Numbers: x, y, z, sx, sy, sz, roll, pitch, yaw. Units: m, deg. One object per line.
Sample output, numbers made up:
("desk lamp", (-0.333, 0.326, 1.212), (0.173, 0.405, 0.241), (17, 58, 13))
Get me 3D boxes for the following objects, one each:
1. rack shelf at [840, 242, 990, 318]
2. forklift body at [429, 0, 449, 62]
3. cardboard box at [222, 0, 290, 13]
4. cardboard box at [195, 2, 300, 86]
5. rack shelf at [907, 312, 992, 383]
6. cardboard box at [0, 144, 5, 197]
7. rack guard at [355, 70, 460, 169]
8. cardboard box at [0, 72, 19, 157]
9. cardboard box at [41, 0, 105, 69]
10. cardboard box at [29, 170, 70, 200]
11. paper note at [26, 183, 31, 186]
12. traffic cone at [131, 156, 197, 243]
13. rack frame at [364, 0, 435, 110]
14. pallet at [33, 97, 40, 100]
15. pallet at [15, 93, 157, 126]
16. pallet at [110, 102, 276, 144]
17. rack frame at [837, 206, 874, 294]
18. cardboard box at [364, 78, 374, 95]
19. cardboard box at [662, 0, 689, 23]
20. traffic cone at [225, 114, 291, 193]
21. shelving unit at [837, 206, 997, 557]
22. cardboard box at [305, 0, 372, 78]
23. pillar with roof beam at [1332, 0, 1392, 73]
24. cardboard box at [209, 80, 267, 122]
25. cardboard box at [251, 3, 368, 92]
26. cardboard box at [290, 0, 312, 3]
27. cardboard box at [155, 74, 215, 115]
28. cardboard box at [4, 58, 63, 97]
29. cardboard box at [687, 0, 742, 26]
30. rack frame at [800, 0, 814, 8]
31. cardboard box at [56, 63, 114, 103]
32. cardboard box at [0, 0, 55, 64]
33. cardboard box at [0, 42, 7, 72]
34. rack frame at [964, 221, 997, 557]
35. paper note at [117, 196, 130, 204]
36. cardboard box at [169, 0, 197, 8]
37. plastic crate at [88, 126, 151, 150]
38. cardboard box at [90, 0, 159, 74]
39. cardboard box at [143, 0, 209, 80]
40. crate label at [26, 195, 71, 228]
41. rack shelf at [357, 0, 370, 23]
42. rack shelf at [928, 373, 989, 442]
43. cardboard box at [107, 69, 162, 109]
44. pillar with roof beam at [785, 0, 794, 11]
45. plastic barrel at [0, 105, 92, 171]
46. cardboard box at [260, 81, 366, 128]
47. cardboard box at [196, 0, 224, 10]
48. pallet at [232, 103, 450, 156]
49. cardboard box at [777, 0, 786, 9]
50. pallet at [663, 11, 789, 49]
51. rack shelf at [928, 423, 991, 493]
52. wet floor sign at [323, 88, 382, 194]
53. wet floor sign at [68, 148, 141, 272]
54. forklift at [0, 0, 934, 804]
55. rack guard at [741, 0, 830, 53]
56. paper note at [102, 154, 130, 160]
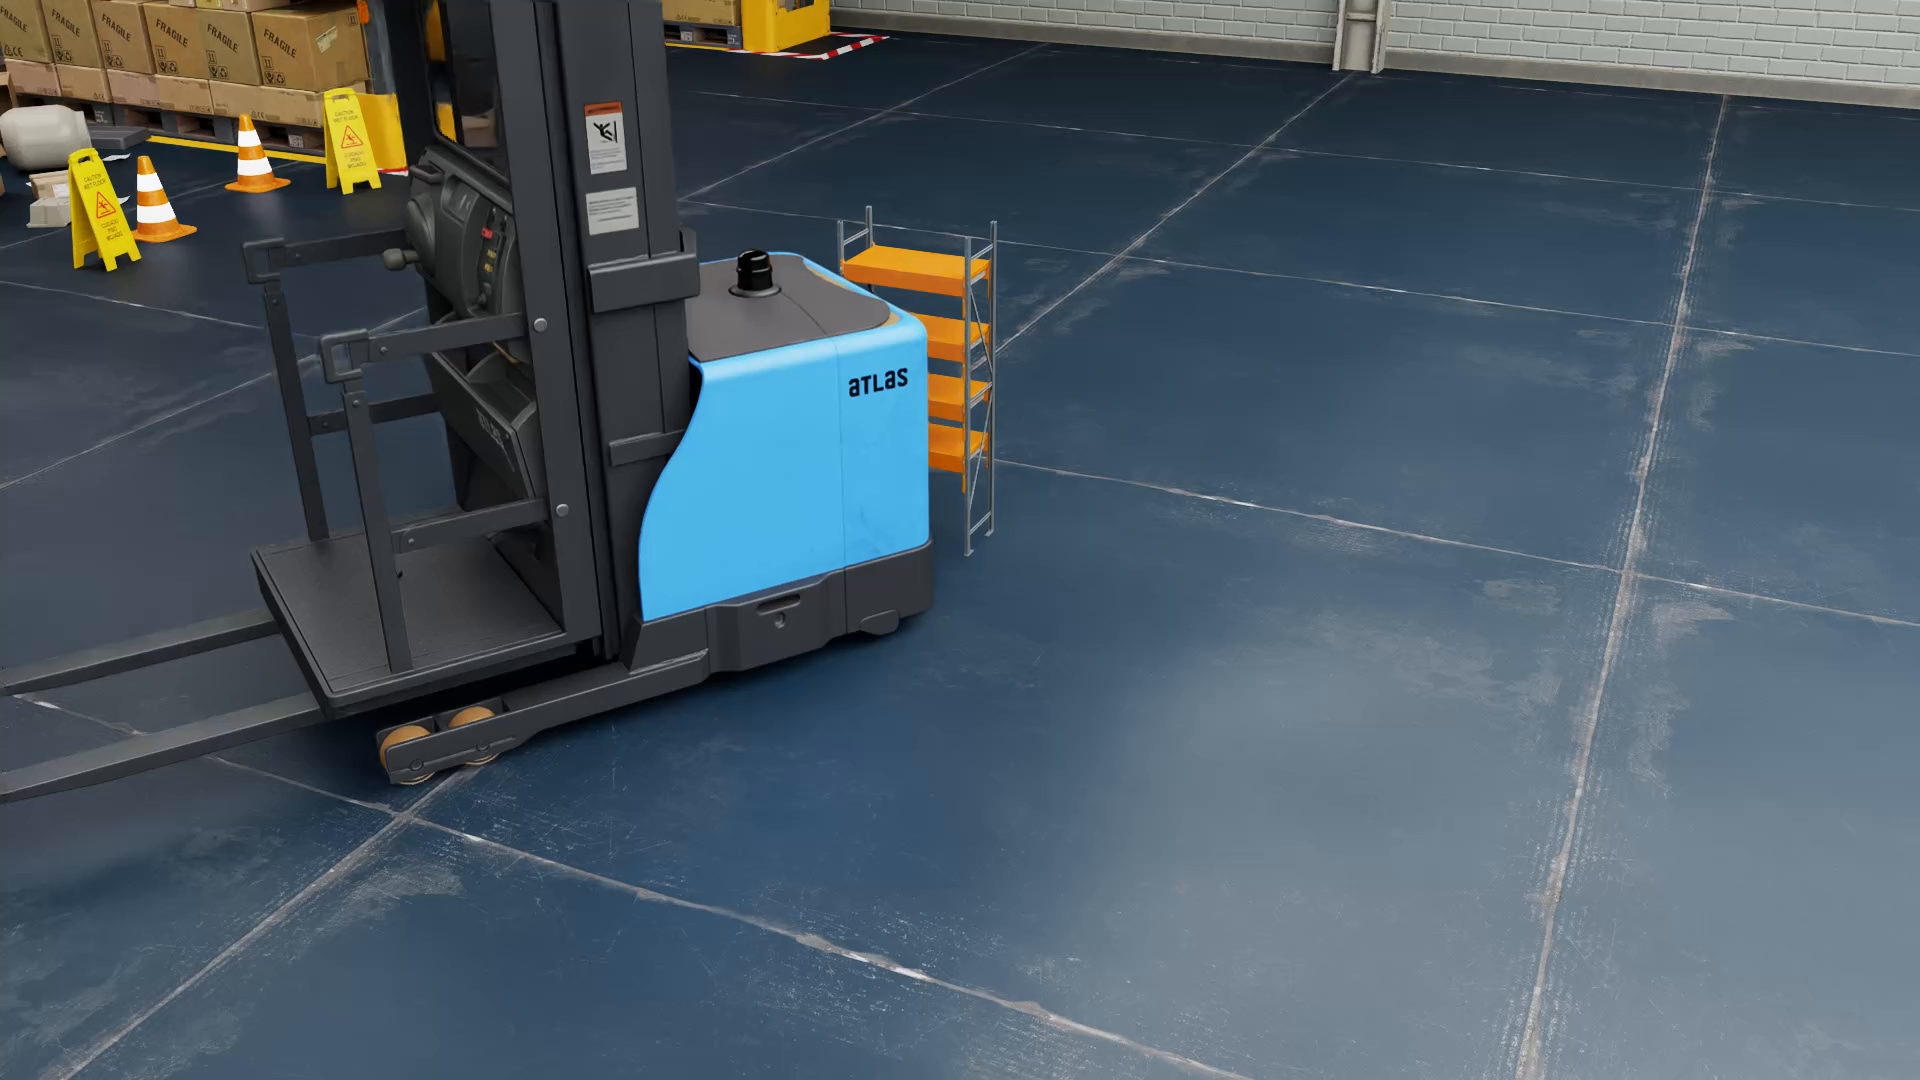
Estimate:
("rack shelf", (-0.151, -0.921, 5.873), (0.480, 0.148, 0.258), (11, 28, 22))
("forklift body", (-4.155, -5.362, 14.706), (1.214, 2.155, 2.313), (11, 28, 22))
("cardboard box", (-4.924, -3.797, 11.620), (0.250, 0.149, 0.380), (12, 29, 23))
("cardboard box", (-5.038, -3.560, 11.873), (0.500, 0.500, 0.500), (12, 29, 24))
("rack shelf", (-0.151, -0.709, 5.977), (0.480, 0.148, 0.258), (11, 28, 22))
("cardboard box", (-6.371, -2.316, 10.385), (0.637, 0.503, 0.797), (-7, 27, -14))
("rack guard", (-3.794, -3.025, 11.829), (0.348, 0.500, 1.175), (11, 28, 22))
("cardboard box", (-6.953, -3.001, 11.777), (0.500, 0.500, 0.500), (-12, 29, -23))
("cardboard box", (-6.448, -3.846, 12.454), (0.500, 0.500, 0.500), (13, 29, 24))
("cardboard box", (-5.753, -2.281, 10.715), (0.380, 0.149, 0.250), (-18, 31, -31))
("paper note", (-6.120, -2.384, 11.070), (0.142, 0.019, 0.148), (23, 35, 39))
("traffic cone", (-4.800, -2.046, 9.882), (0.334, 0.463, 0.336), (11, 28, 22))
("rack frame", (-3.724, -4.133, 11.249), (0.127, 3.000, 1.000), (11, 28, 22))
("pallet", (-8.075, -3.755, 13.638), (1.213, 0.211, 1.003), (11, 28, 22))
("pallet", (-6.740, -3.505, 13.130), (1.213, 0.211, 1.003), (11, 28, 22))
("pallet", (-5.625, -3.282, 12.678), (1.213, 0.211, 1.003), (11, 28, 22))
("rack frame", (-0.373, -0.613, 6.137), (0.015, 1.200, 0.240), (11, 28, 22))
("cardboard box", (-4.344, -3.347, 12.289), (0.500, 0.250, 0.500), (11, 28, 21))
("cardboard box", (-2.680, -5.138, 15.927), (0.500, 0.250, 0.500), (11, 28, 22))
("traffic cone", (-4.650, -2.555, 10.915), (0.334, 0.463, 0.336), (11, 28, 22))
("shelving unit", (-0.151, -0.569, 6.046), (0.503, 1.200, 0.258), (11, 28, 22))
("cardboard box", (-4.366, -3.687, 12.131), (0.500, 0.500, 0.500), (10, 28, 20))
("pillar with roof beam", (1.746, -6.483, 9.229), (0.400, 9.000, 9.100), (11, 28, 22))
("cardboard box", (-5.040, -3.225, 12.043), (0.500, 0.250, 0.500), (11, 28, 22))
("cardboard box", (-4.562, -3.466, 11.682), (0.500, 0.500, 0.500), (12, 28, 22))
("cardboard box", (-4.844, -3.781, 12.322), (0.500, 0.500, 0.500), (10, 28, 20))
("cardboard box", (-5.519, -3.319, 12.232), (0.500, 0.250, 0.500), (10, 28, 20))
("cardboard box", (-6.940, -3.603, 12.809), (0.500, 0.250, 0.500), (10, 28, 19))
("cardboard box", (-2.232, -5.043, 15.735), (0.500, 0.250, 0.500), (12, 28, 22))
("rack frame", (-1.673, -6.130, 15.304), (0.127, 3.000, 1.000), (11, 28, 22))
("cardboard box", (-6.450, -3.510, 12.620), (0.500, 0.250, 0.500), (13, 29, 25))
("cardboard box", (-6.940, -3.939, 12.644), (0.500, 0.500, 0.500), (13, 29, 24))
("cardboard box", (-7.844, -3.969, 13.415), (0.625, 0.372, 0.950), (12, 29, 22))
("rack frame", (0.071, -0.524, 5.956), (0.015, 1.200, 0.240), (11, 28, 22))
("paper note", (-5.409, -2.173, 10.630), (0.142, 0.019, 0.148), (2, 26, 4))
("cardboard box", (-5.390, -3.893, 11.816), (0.250, 0.149, 0.380), (13, 29, 24))
("plastic crate", (-6.276, -2.938, 12.126), (0.583, 0.080, 0.402), (2, 26, 4))
("cardboard box", (-5.977, -3.751, 12.260), (0.500, 0.500, 0.500), (13, 29, 24))
("cardboard box", (-5.495, -3.655, 12.066), (0.500, 0.500, 0.500), (11, 28, 21))
("crate label", (-5.541, -2.019, 10.196), (0.298, 0.136, 0.250), (-2, 26, -5))
("rack shelf", (-5.545, -4.176, 12.150), (4.000, 0.370, 1.077), (11, 28, 22))
("rack shelf", (-0.151, -0.508, 6.076), (0.480, 0.148, 0.258), (11, 28, 22))
("cardboard box", (-5.966, -3.414, 12.425), (0.500, 0.250, 0.500), (11, 28, 21))
("pillar with roof beam", (-3.716, -7.580, 11.458), (0.400, 9.000, 9.100), (11, 28, 22))
("plastic barrel", (-6.231, -2.746, 11.348), (0.512, 0.421, 0.421), (-12, 29, -23))
("cardboard box", (-4.593, -3.132, 11.853), (0.500, 0.250, 0.500), (11, 28, 22))
("cardboard box", (-5.151, -3.844, 11.716), (0.250, 0.149, 0.380), (12, 29, 23))
("pallet", (-4.518, -3.059, 12.223), (1.213, 0.211, 1.003), (11, 28, 22))
("cardboard box", (-2.039, -5.253, 16.161), (0.500, 0.250, 0.500), (11, 28, 22))
("pallet", (-2.387, -5.002, 16.170), (1.213, 0.211, 1.003), (11, 28, 22))
("rack shelf", (-0.151, -0.330, 6.164), (0.480, 0.148, 0.258), (11, 28, 22))
("wet floor sign", (-3.994, -2.612, 10.824), (0.232, 0.644, 0.267), (23, 35, 39))
("wet floor sign", (-4.835, -1.859, 9.295), (0.232, 0.644, 0.267), (6, 27, 13))
("forklift", (-1.612, -0.873, 4.706), (3.031, 2.935, 1.130), (-15, 30, -28))
("rack guard", (-1.651, -5.004, 15.847), (0.348, 0.500, 1.175), (11, 28, 22))
("paper note", (-5.933, -2.694, 11.687), (0.148, 0.019, 0.142), (2, 26, 4))
